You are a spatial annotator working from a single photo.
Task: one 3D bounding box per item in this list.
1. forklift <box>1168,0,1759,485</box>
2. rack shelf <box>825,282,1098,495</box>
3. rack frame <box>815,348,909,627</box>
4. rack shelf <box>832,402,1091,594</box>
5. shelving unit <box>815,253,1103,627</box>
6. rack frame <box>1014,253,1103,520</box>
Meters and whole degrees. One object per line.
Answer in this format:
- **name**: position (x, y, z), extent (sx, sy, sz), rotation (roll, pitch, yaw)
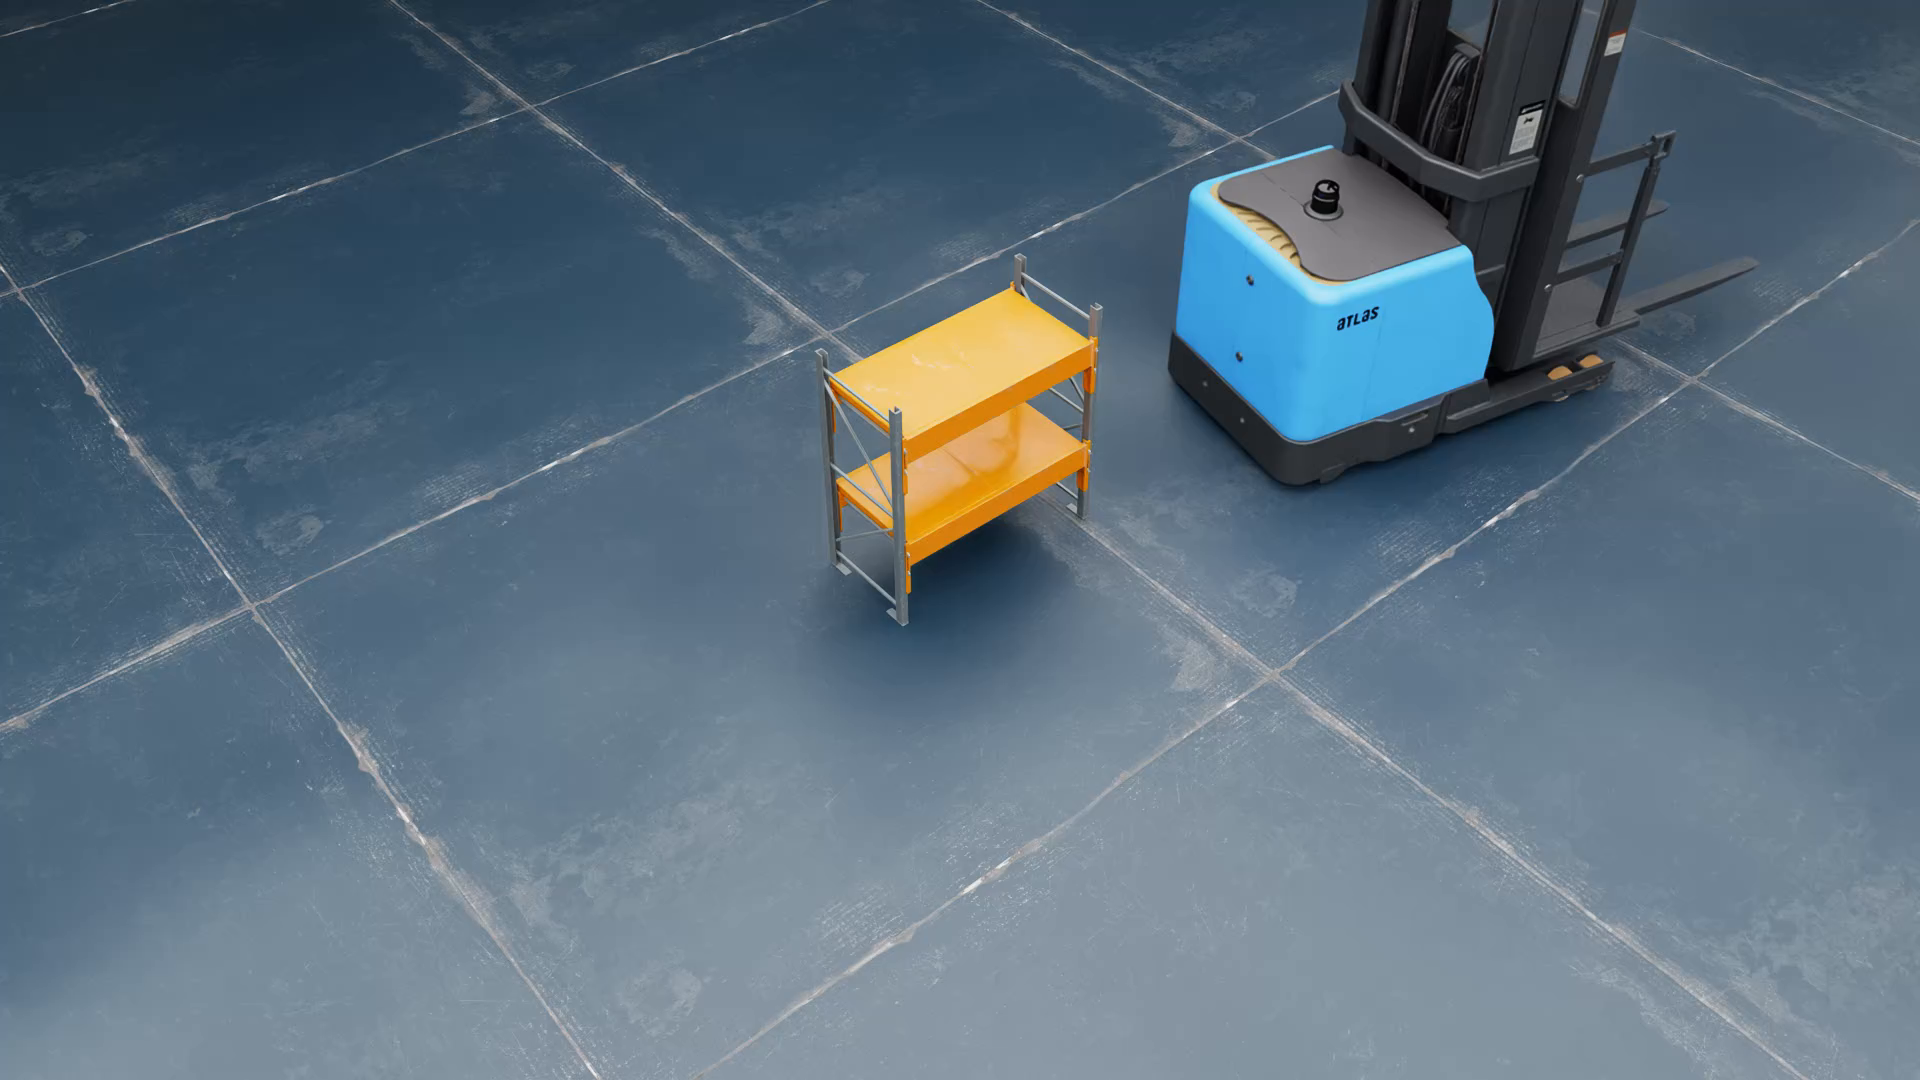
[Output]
- **forklift**: position (2.551, -2.032, 7.273), extent (3.031, 2.935, 1.130), rotation (-20, 47, -20)
- **rack shelf**: position (0.005, -0.626, 6.668), extent (1.000, 0.278, 0.538), rotation (-30, 51, -28)
- **rack frame**: position (-0.385, -0.190, 6.630), extent (0.032, 1.125, 0.500), rotation (-30, 51, -28)
- **rack shelf**: position (0.005, -0.235, 7.035), extent (1.000, 0.278, 0.538), rotation (-30, 51, -28)
- **shelving unit**: position (0.005, -0.413, 6.868), extent (1.048, 1.125, 0.538), rotation (-30, 51, -28)
- **rack frame**: position (0.395, -0.636, 7.106), extent (0.032, 1.125, 0.500), rotation (-30, 51, -28)
